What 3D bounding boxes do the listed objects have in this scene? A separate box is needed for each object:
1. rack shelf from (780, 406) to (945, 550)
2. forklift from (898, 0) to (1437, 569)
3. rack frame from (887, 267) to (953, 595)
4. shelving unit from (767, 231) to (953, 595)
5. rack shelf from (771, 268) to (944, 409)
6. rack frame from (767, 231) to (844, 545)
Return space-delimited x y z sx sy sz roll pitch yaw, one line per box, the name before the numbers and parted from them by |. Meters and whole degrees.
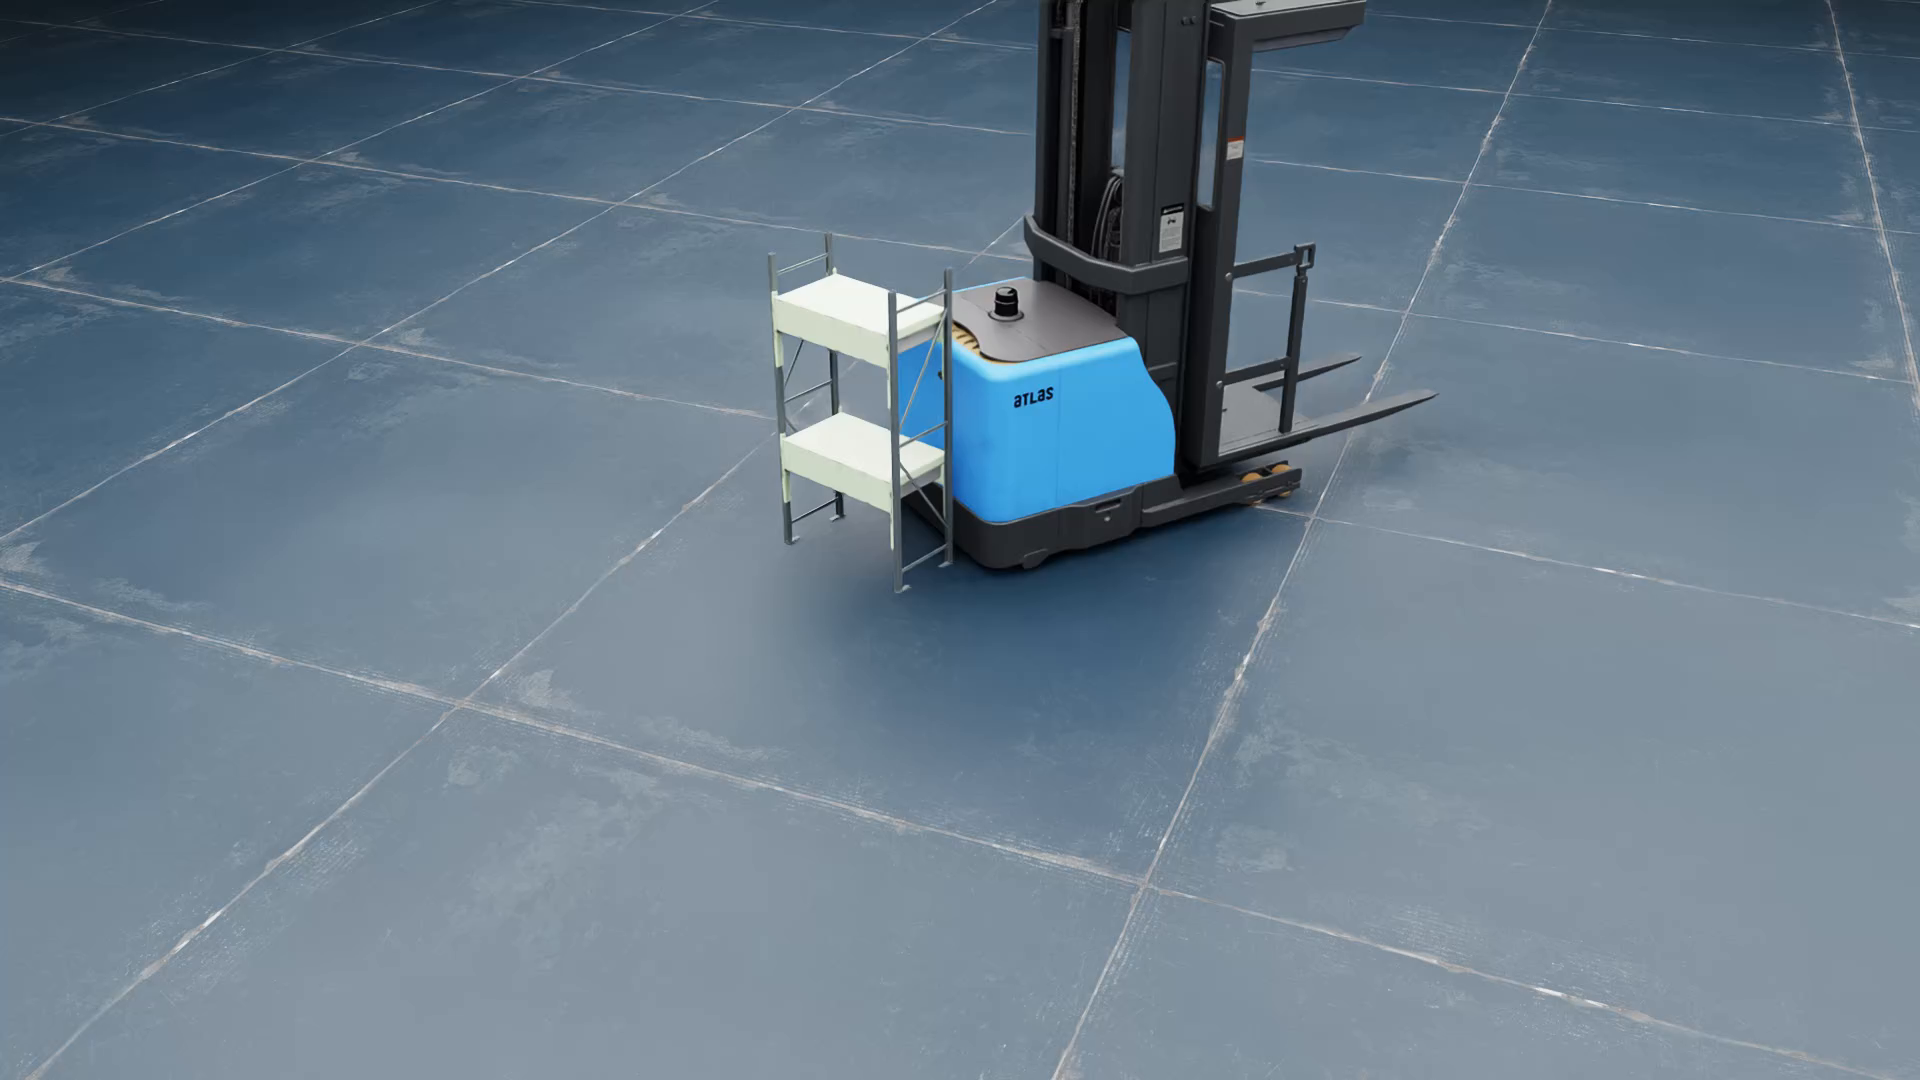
rack shelf | -0.450 -0.306 7.931 0.720 0.370 0.431 23 37 34
forklift | 1.181 -1.659 8.207 3.031 2.935 1.130 -16 33 -26
rack frame | -0.171 -0.474 7.564 0.023 1.500 0.400 23 37 34
shelving unit | -0.450 -0.590 7.770 0.755 1.500 0.431 23 37 34
rack shelf | -0.450 -0.930 7.578 0.720 0.370 0.431 23 37 34
rack frame | -0.729 -0.707 7.976 0.023 1.500 0.400 23 37 34
